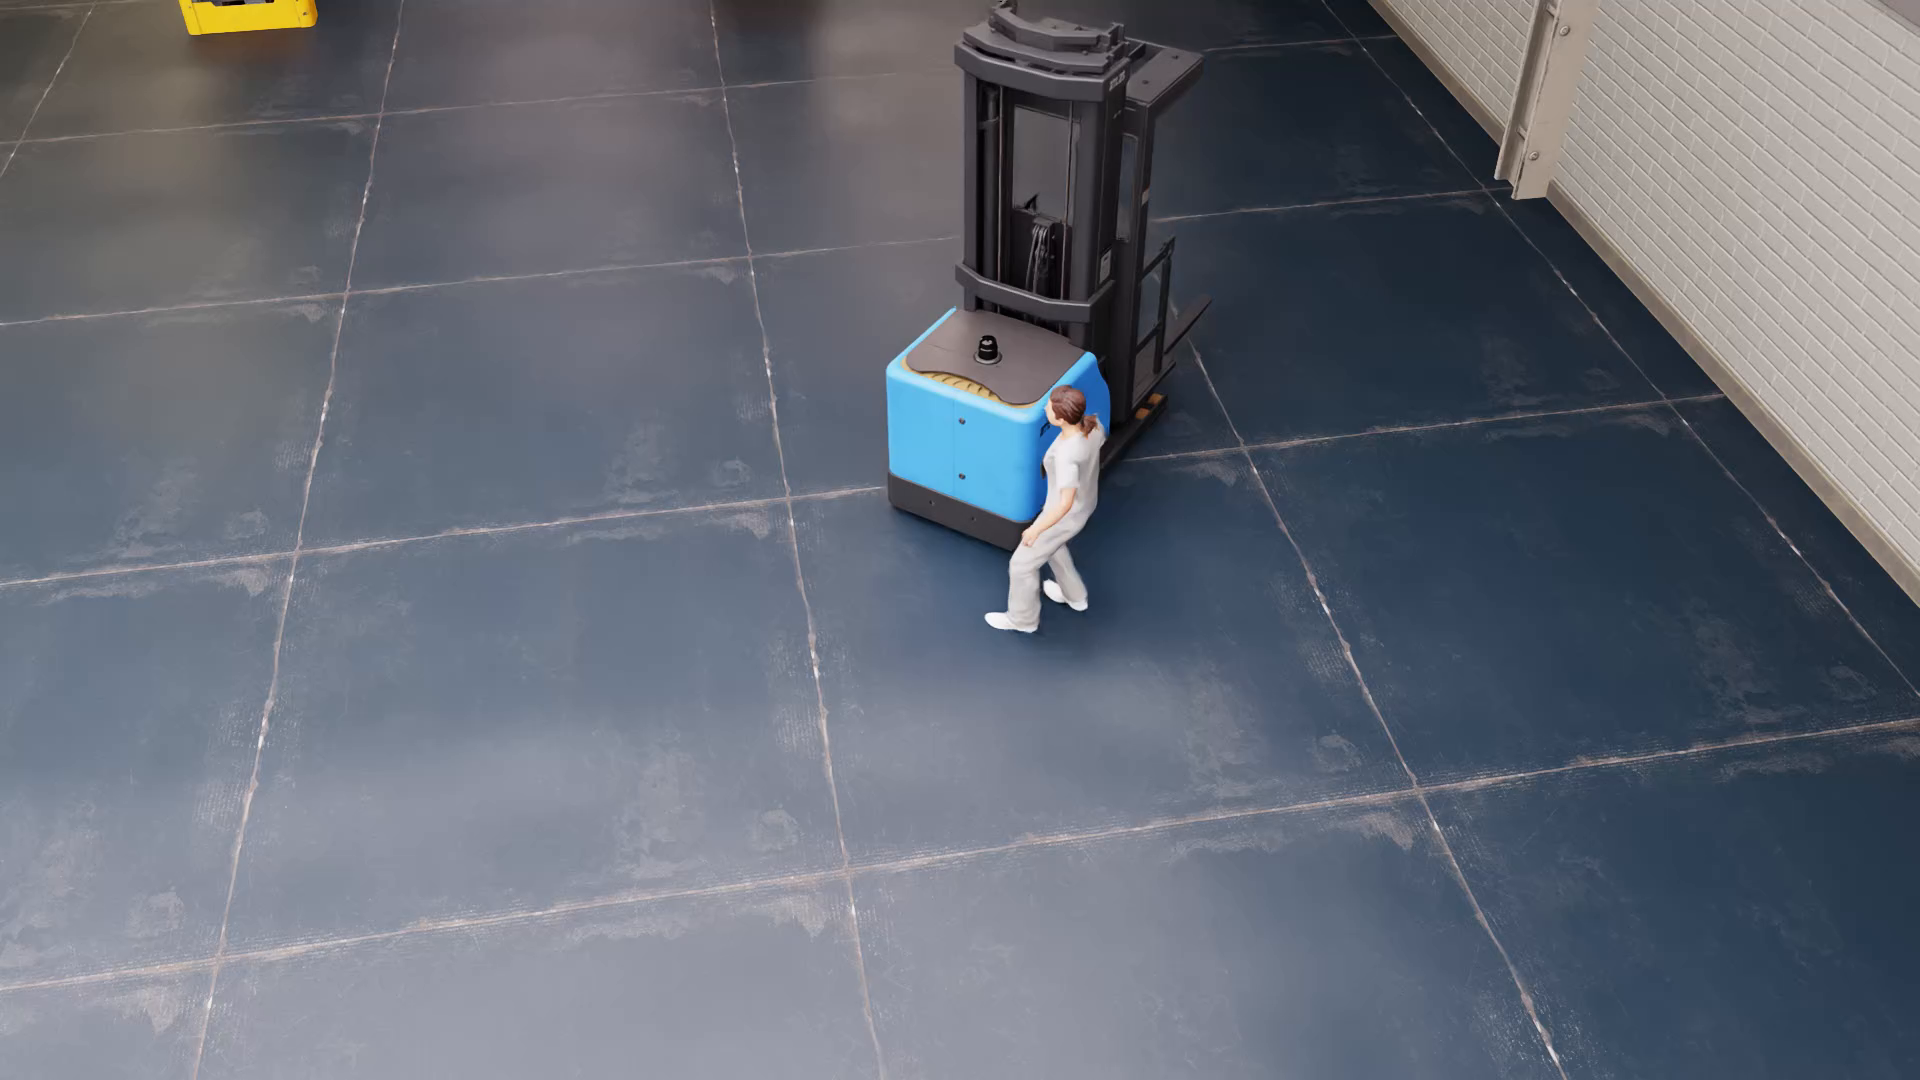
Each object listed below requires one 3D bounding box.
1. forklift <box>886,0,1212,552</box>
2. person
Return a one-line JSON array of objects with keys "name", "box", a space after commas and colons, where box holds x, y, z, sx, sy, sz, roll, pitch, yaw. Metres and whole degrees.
[{"name": "forklift", "box": [0.741, -1.970, 10.275, 1.130, 2.935, 3.031, 21, 45, 23]}, {"name": "person", "box": [0.492, -0.201, 9.227, 0.531, 1.623, 0.787, 17, 43, 19]}]
